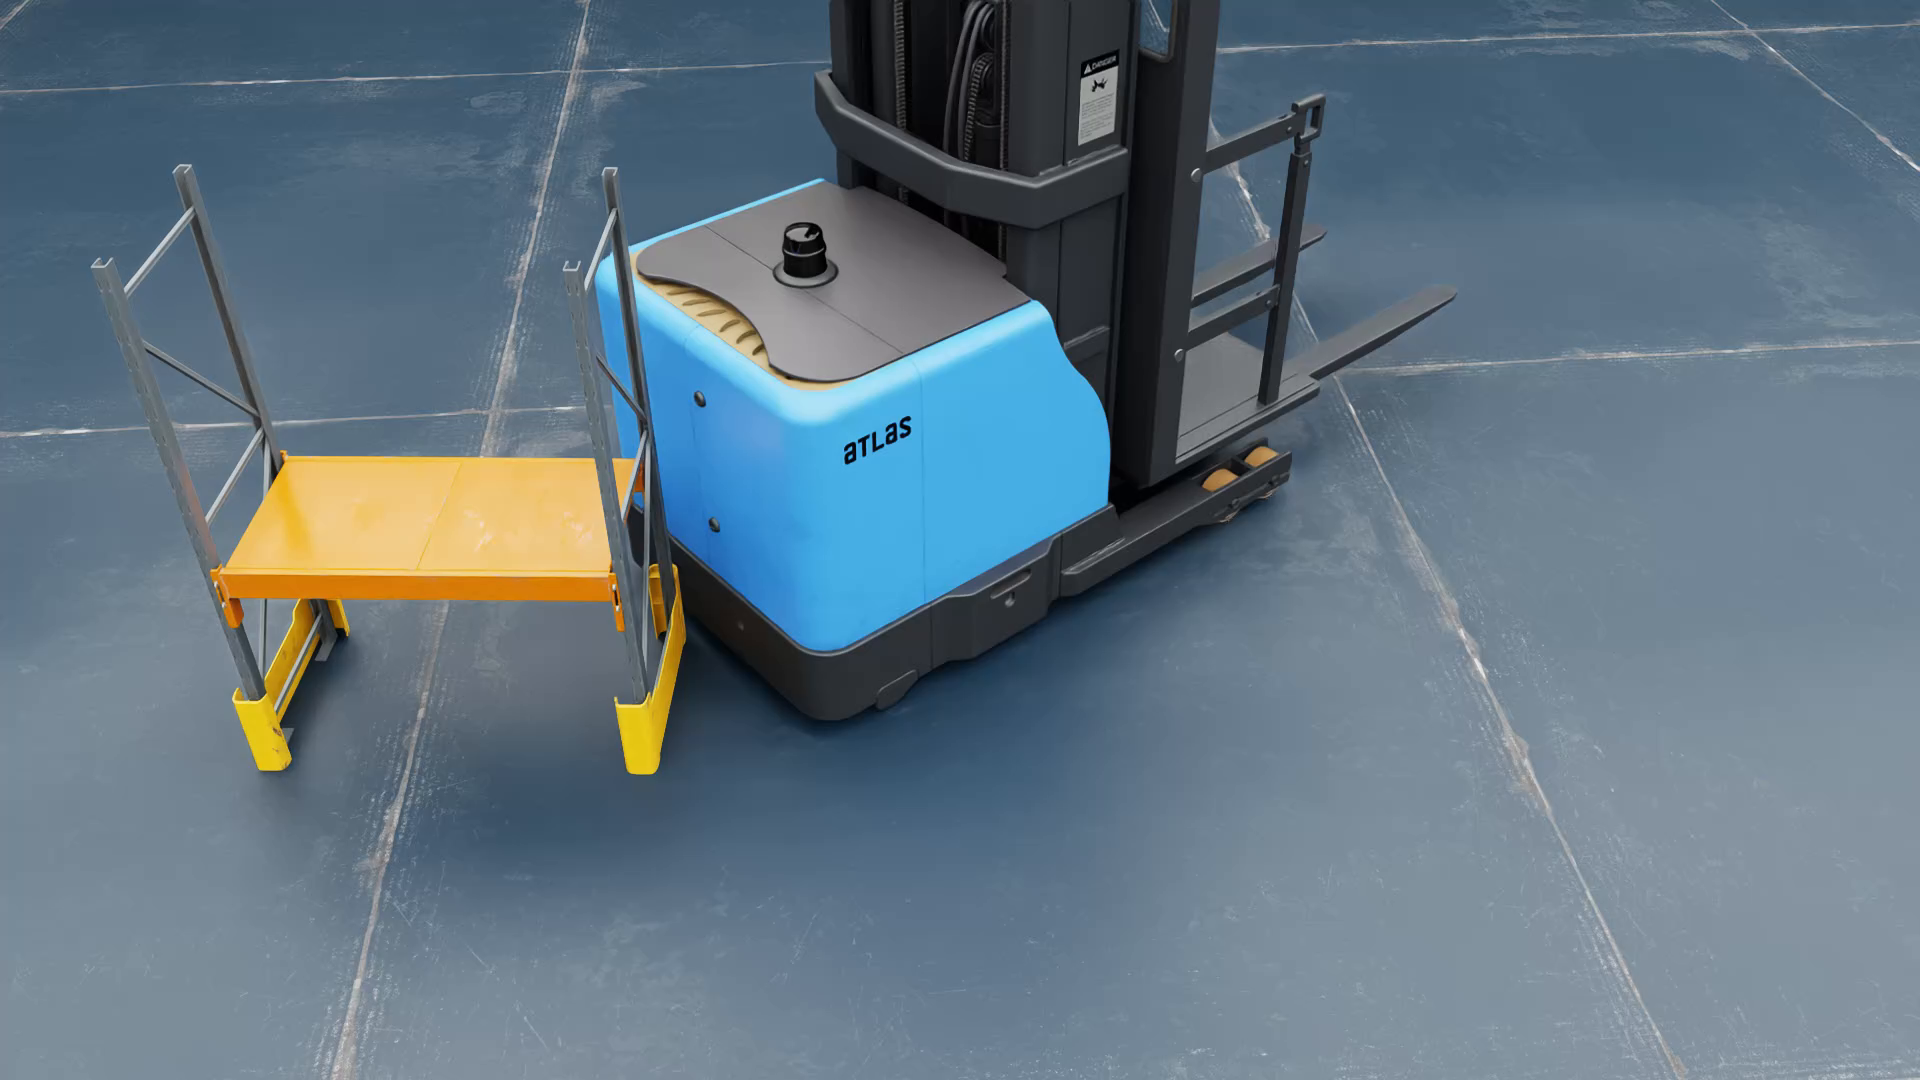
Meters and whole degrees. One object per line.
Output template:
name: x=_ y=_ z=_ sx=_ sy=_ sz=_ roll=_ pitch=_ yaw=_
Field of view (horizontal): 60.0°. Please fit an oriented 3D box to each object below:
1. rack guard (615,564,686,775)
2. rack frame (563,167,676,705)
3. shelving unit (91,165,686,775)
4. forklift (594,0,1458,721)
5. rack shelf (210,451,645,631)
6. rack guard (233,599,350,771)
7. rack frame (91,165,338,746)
rack guard: x=-0.851 y=0.348 z=4.607 sx=0.087 sy=0.250 sz=0.587 roll=0 pitch=38 yaw=1
rack frame: x=-0.832 y=-0.142 z=4.220 sx=0.032 sy=1.500 sz=0.500 roll=0 pitch=38 yaw=1
shelving unit: x=-1.349 y=-0.147 z=4.225 sx=1.083 sy=1.500 sz=0.587 roll=0 pitch=38 yaw=1
forklift: x=0.445 y=-1.432 z=4.698 sx=3.031 sy=2.935 sz=1.130 roll=-28 pitch=46 yaw=-31
rack shelf: x=-1.340 y=-0.005 z=4.337 sx=1.000 sy=0.185 sz=0.538 roll=0 pitch=38 yaw=1
rack guard: x=-1.847 y=0.340 z=4.618 sx=0.087 sy=0.250 sz=0.587 roll=0 pitch=38 yaw=1
rack frame: x=-1.848 y=-0.151 z=4.231 sx=0.032 sy=1.500 sz=0.500 roll=0 pitch=38 yaw=1
